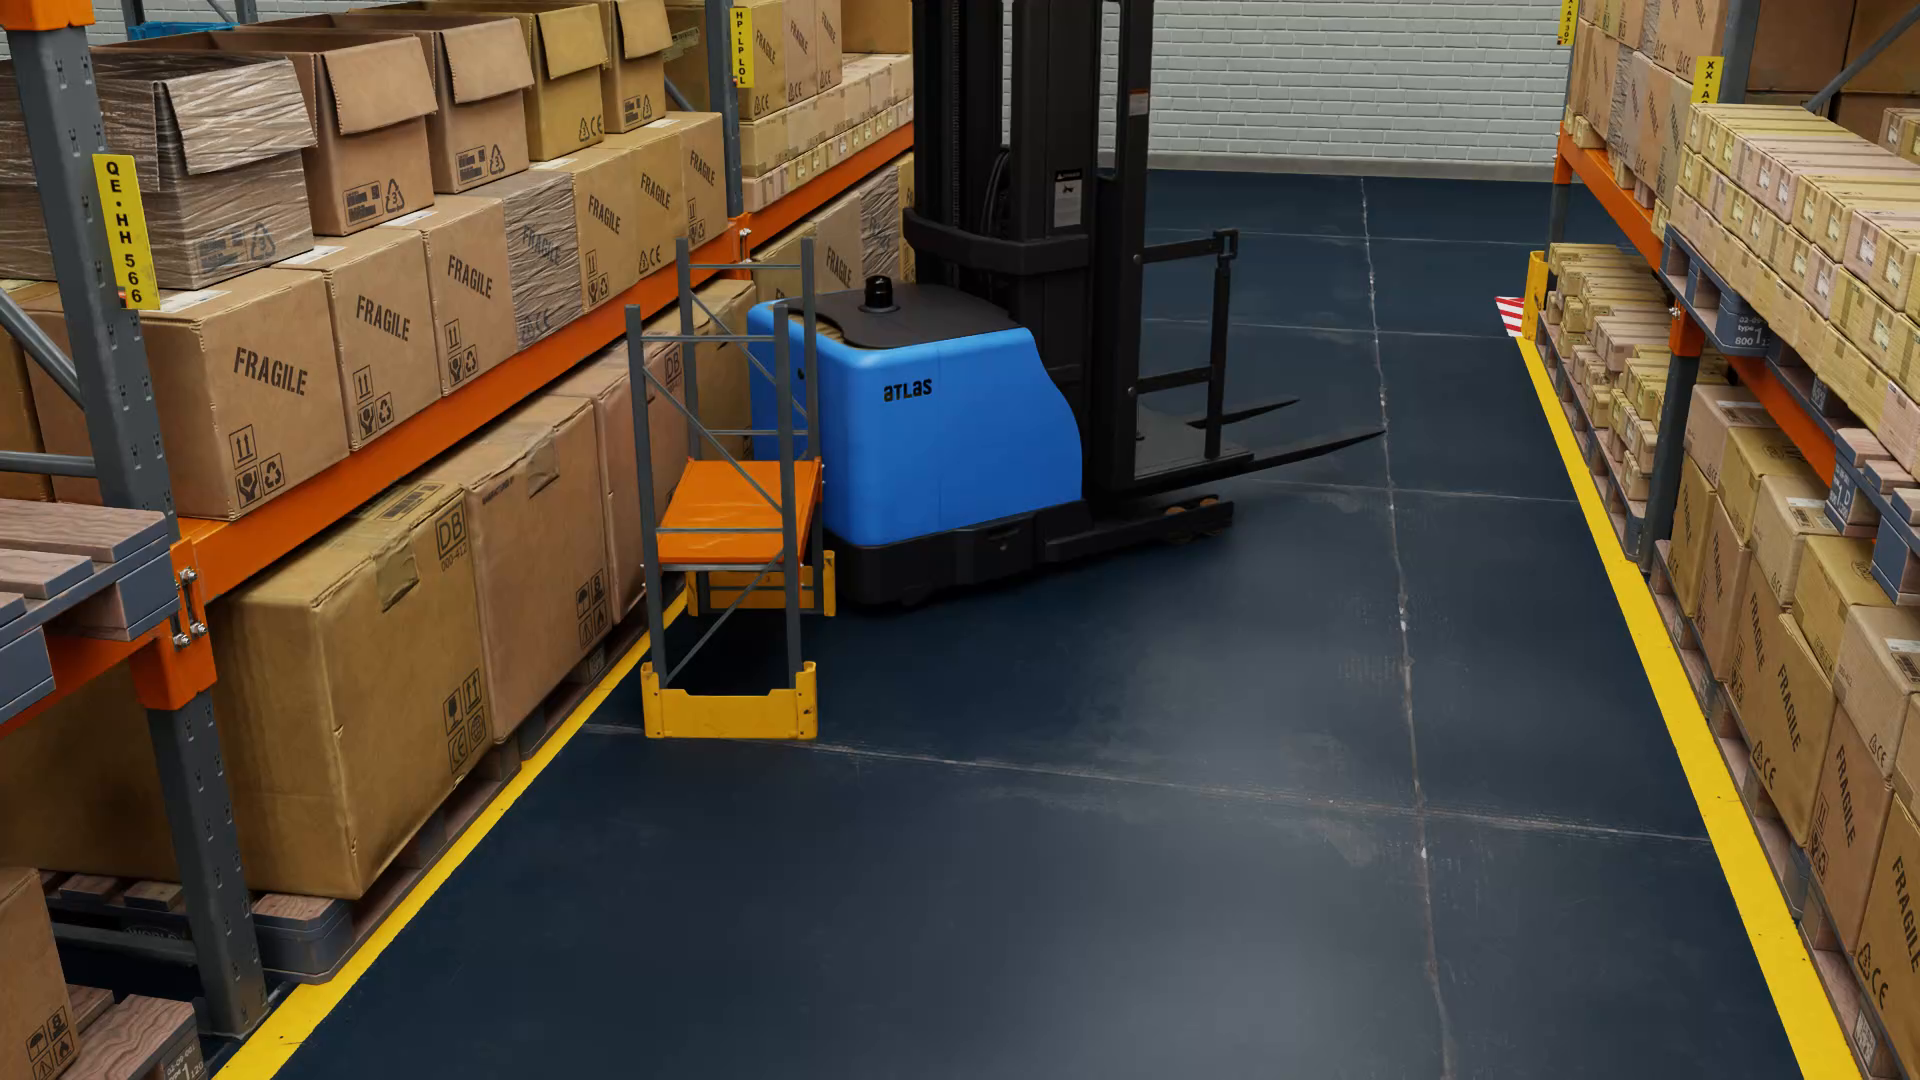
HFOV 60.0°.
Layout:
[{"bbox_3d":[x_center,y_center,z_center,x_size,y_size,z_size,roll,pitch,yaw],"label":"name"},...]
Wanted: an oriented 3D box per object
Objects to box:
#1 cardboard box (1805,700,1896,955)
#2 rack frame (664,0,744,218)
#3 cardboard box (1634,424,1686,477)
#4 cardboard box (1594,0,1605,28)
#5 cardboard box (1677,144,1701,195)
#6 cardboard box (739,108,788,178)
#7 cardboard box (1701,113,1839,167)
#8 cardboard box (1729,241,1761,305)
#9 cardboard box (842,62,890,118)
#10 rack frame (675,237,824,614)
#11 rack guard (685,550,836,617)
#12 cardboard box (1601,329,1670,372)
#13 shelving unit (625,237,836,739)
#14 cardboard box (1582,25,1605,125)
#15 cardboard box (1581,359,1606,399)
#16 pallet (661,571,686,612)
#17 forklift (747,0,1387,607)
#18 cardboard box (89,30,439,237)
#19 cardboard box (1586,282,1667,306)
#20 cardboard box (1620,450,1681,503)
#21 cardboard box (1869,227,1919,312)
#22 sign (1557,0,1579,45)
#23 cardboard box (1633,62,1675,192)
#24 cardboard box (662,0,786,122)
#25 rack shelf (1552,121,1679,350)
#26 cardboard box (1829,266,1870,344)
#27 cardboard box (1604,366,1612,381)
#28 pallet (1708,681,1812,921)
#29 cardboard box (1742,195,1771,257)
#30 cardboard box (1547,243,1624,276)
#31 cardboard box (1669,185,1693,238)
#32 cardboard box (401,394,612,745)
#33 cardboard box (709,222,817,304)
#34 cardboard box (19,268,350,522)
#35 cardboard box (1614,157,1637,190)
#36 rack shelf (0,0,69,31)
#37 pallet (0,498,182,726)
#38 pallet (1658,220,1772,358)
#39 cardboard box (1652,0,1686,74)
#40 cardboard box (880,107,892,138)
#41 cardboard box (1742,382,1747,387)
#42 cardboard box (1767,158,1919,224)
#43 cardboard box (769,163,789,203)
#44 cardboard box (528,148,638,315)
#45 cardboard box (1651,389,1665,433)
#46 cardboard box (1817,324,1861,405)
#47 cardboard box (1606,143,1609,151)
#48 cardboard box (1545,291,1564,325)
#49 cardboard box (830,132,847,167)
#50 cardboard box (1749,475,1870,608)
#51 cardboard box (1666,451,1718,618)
[{"bbox_3d":[2.537,0.748,4.265,0.500,0.500,0.500,5,23,13],"label":"cardboard box"},{"bbox_3d":[-1.470,-1.644,7.421,1.000,3.000,0.127,4,22,11],"label":"rack frame"},{"bbox_3d":[3.118,-0.379,7.135,0.380,0.149,0.250,5,22,12],"label":"cardboard box"},{"bbox_3d":[3.733,-3.011,8.945,0.500,0.500,0.500,5,22,12],"label":"cardboard box"},{"bbox_3d":[2.835,-1.336,6.033,0.380,0.149,0.250,5,22,12],"label":"cardboard box"},{"bbox_3d":[-1.117,-1.865,7.771,0.500,0.250,0.500,4,22,10],"label":"cardboard box"},{"bbox_3d":[2.784,-1.372,5.723,0.380,0.149,0.250,5,22,12],"label":"cardboard box"},{"bbox_3d":[2.625,-0.821,5.150,0.380,0.149,0.250,3,22,9],"label":"cardboard box"},{"bbox_3d":[-0.700,-2.607,9.613,0.500,0.250,0.500,4,22,9],"label":"cardboard box"},{"bbox_3d":[-0.789,-0.408,6.358,0.500,1.500,0.032,0,22,0],"label":"rack frame"},{"bbox_3d":[-0.789,0.173,6.590,0.587,0.250,0.087,0,22,0],"label":"rack guard"},{"bbox_3d":[3.334,-0.911,8.057,0.380,0.149,0.250,3,22,8],"label":"cardboard box"},{"bbox_3d":[-0.786,-0.221,5.895,0.587,1.500,1.083,0,22,0],"label":"shelving unit"},{"bbox_3d":[3.735,-2.536,9.102,0.500,0.500,0.500,5,22,11],"label":"cardboard box"},{"bbox_3d":[3.459,-0.831,8.655,0.380,0.149,0.250,4,22,11],"label":"cardboard box"},{"bbox_3d":[-1.553,-0.063,7.227,1.003,0.211,1.213,4,22,11],"label":"pallet"},{"bbox_3d":[0.618,-1.492,7.134,3.031,2.935,1.130,-13,25,-30],"label":"forklift"},{"bbox_3d":[-1.985,-1.197,4.835,0.797,0.503,0.637,5,22,12],"label":"cardboard box"},{"bbox_3d":[3.591,-1.285,8.986,0.380,0.149,0.250,5,23,13],"label":"cardboard box"},{"bbox_3d":[3.112,-0.271,7.265,0.380,0.149,0.250,5,22,12],"label":"cardboard box"},{"bbox_3d":[2.358,-0.620,3.856,0.380,0.149,0.250,5,22,13],"label":"cardboard box"},{"bbox_3d":[3.650,-3.135,9.964,0.100,0.325,0.005,4,22,11],"label":"sign"},{"bbox_3d":[3.295,-1.802,7.280,0.500,0.500,0.500,4,22,9],"label":"cardboard box"},{"bbox_3d":[-1.122,-2.216,7.640,0.500,0.500,0.500,4,22,11],"label":"cardboard box"},{"bbox_3d":[3.773,-1.627,8.341,1.077,0.370,4.000,4,22,11],"label":"rack shelf"},{"bbox_3d":[2.413,-0.574,4.141,0.380,0.149,0.250,4,22,11],"label":"cardboard box"},{"bbox_3d":[3.453,-0.854,8.314,0.380,0.149,0.250,3,22,8],"label":"cardboard box"},{"bbox_3d":[2.961,0.797,5.093,1.003,0.211,1.213,4,22,11],"label":"pallet"},{"bbox_3d":[2.626,-0.953,5.081,0.380,0.149,0.250,5,23,13],"label":"cardboard box"},{"bbox_3d":[3.742,-1.675,9.954,0.380,0.149,0.250,3,22,8],"label":"cardboard box"},{"bbox_3d":[2.835,-1.199,6.088,0.380,0.149,0.250,3,22,8],"label":"cardboard box"},{"bbox_3d":[-1.935,0.033,5.538,1.225,0.875,0.875,5,22,11],"label":"cardboard box"},{"bbox_3d":[-1.257,-1.089,8.324,0.875,0.875,0.875,4,22,11],"label":"cardboard box"},{"bbox_3d":[-1.920,-0.385,4.160,0.500,0.500,0.500,5,22,12],"label":"cardboard box"},{"bbox_3d":[3.443,-1.812,8.175,0.380,0.149,0.250,5,22,12],"label":"cardboard box"},{"bbox_3d":[-2.694,-0.508,1.547,1.077,0.370,4.000,4,22,11],"label":"rack shelf"},{"bbox_3d":[-2.327,0.176,3.157,1.213,0.211,1.003,4,22,11],"label":"pallet"},{"bbox_3d":[3.067,-0.872,5.760,1.003,0.211,1.213,4,22,11],"label":"pallet"},{"bbox_3d":[3.297,-2.259,7.078,0.500,0.500,0.500,4,22,9],"label":"cardboard box"},{"bbox_3d":[-0.611,-2.462,9.787,0.380,0.149,0.250,4,22,10],"label":"cardboard box"},{"bbox_3d":[3.756,-0.680,7.485,0.380,0.149,0.250,4,22,10],"label":"cardboard box"},{"bbox_3d":[2.572,-1.002,4.803,0.380,0.149,0.250,5,23,13],"label":"cardboard box"},{"bbox_3d":[-1.030,-1.707,7.912,0.380,0.149,0.250,4,22,9],"label":"cardboard box"},{"bbox_3d":[-1.505,-1.127,6.002,0.500,0.500,0.500,4,22,10],"label":"cardboard box"},{"bbox_3d":[3.183,-0.528,7.106,0.380,0.149,0.250,5,22,12],"label":"cardboard box"},{"bbox_3d":[2.412,-0.434,4.191,0.380,0.149,0.250,3,22,9],"label":"cardboard box"},{"bbox_3d":[3.757,-2.186,9.103,0.380,0.149,0.250,6,23,13],"label":"cardboard box"},{"bbox_3d":[3.761,-1.397,10.062,0.380,0.149,0.250,5,22,12],"label":"cardboard box"},{"bbox_3d":[-0.820,-2.085,8.851,0.380,0.149,0.250,5,22,12],"label":"cardboard box"},{"bbox_3d":[2.741,0.019,5.072,0.500,0.250,0.500,5,23,13],"label":"cardboard box"},{"bbox_3d":[2.955,-0.015,6.158,0.500,0.500,0.500,5,23,13],"label":"cardboard box"}]
